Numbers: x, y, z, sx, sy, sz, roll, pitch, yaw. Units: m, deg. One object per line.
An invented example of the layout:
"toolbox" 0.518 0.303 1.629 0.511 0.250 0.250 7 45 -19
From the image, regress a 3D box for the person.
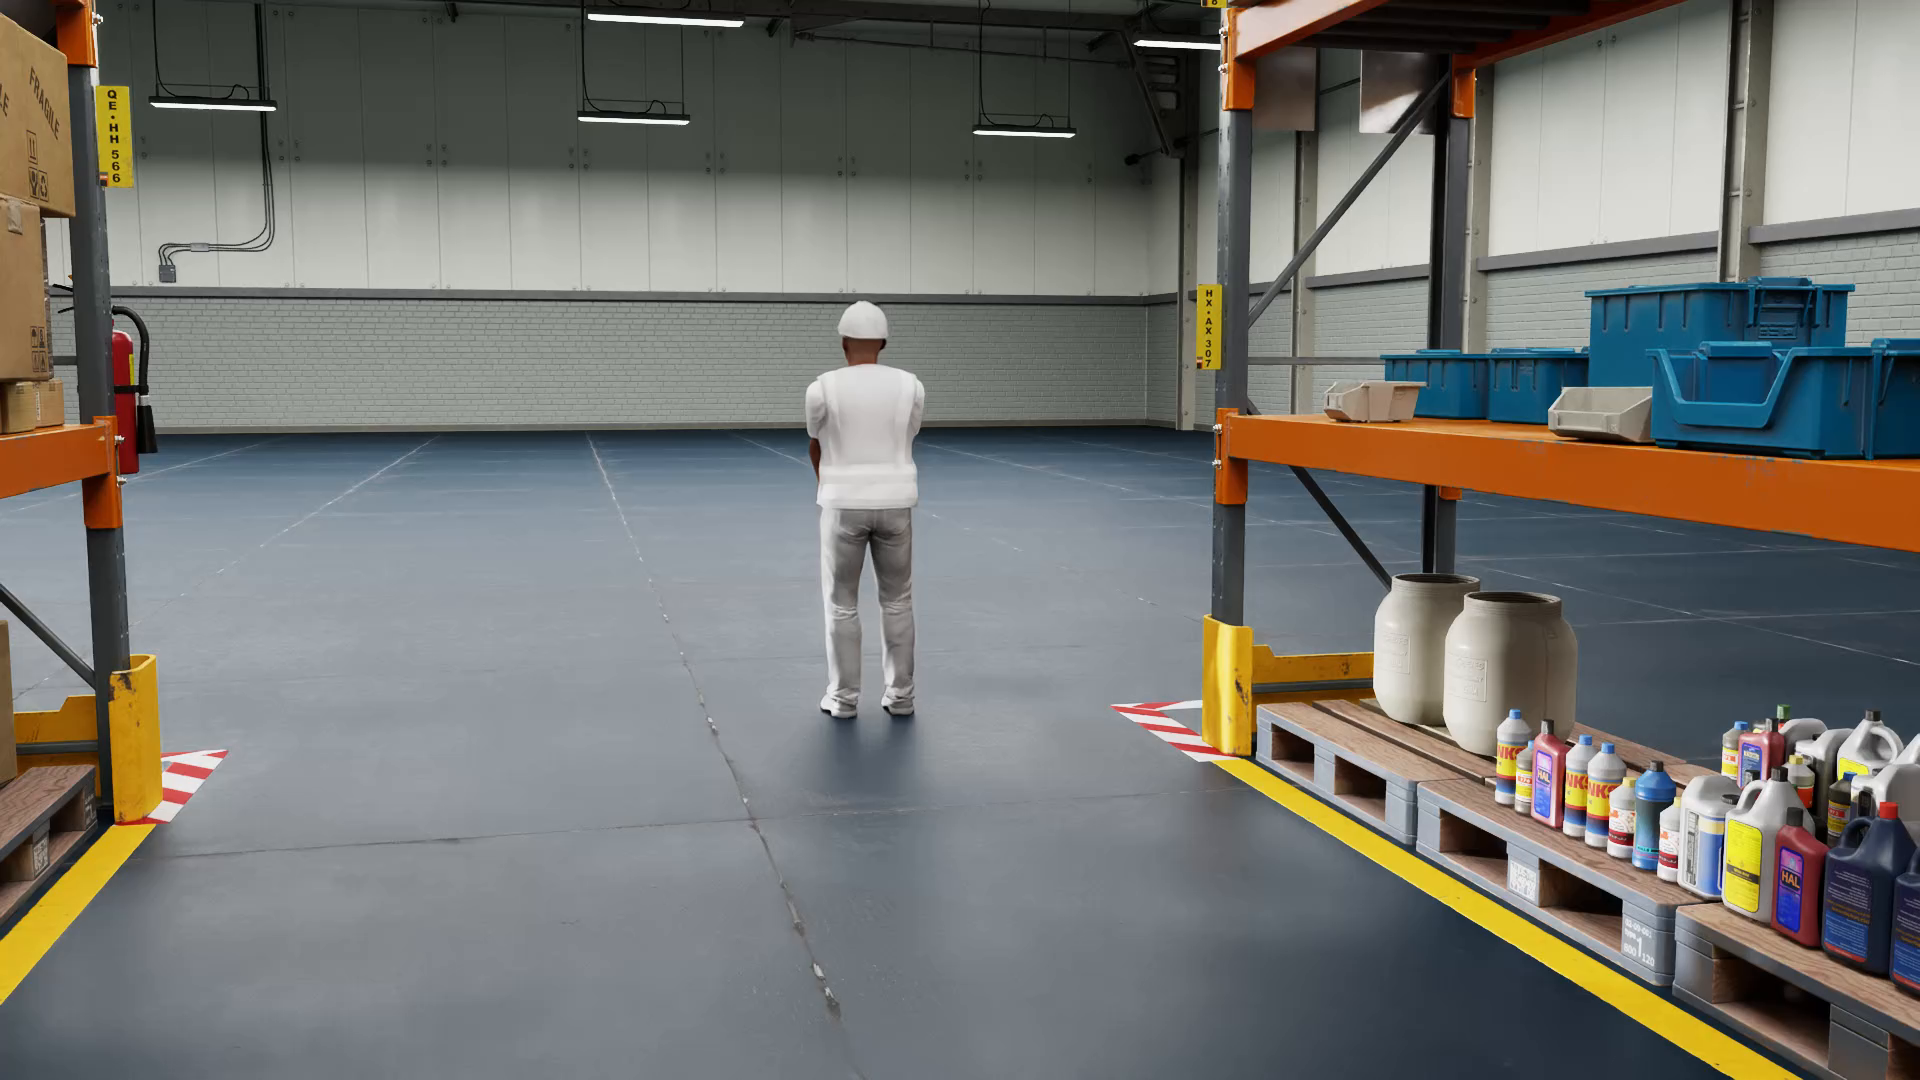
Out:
"person" -0.427 -0.137 7.167 0.503 1.758 0.577 -1 6 -13
